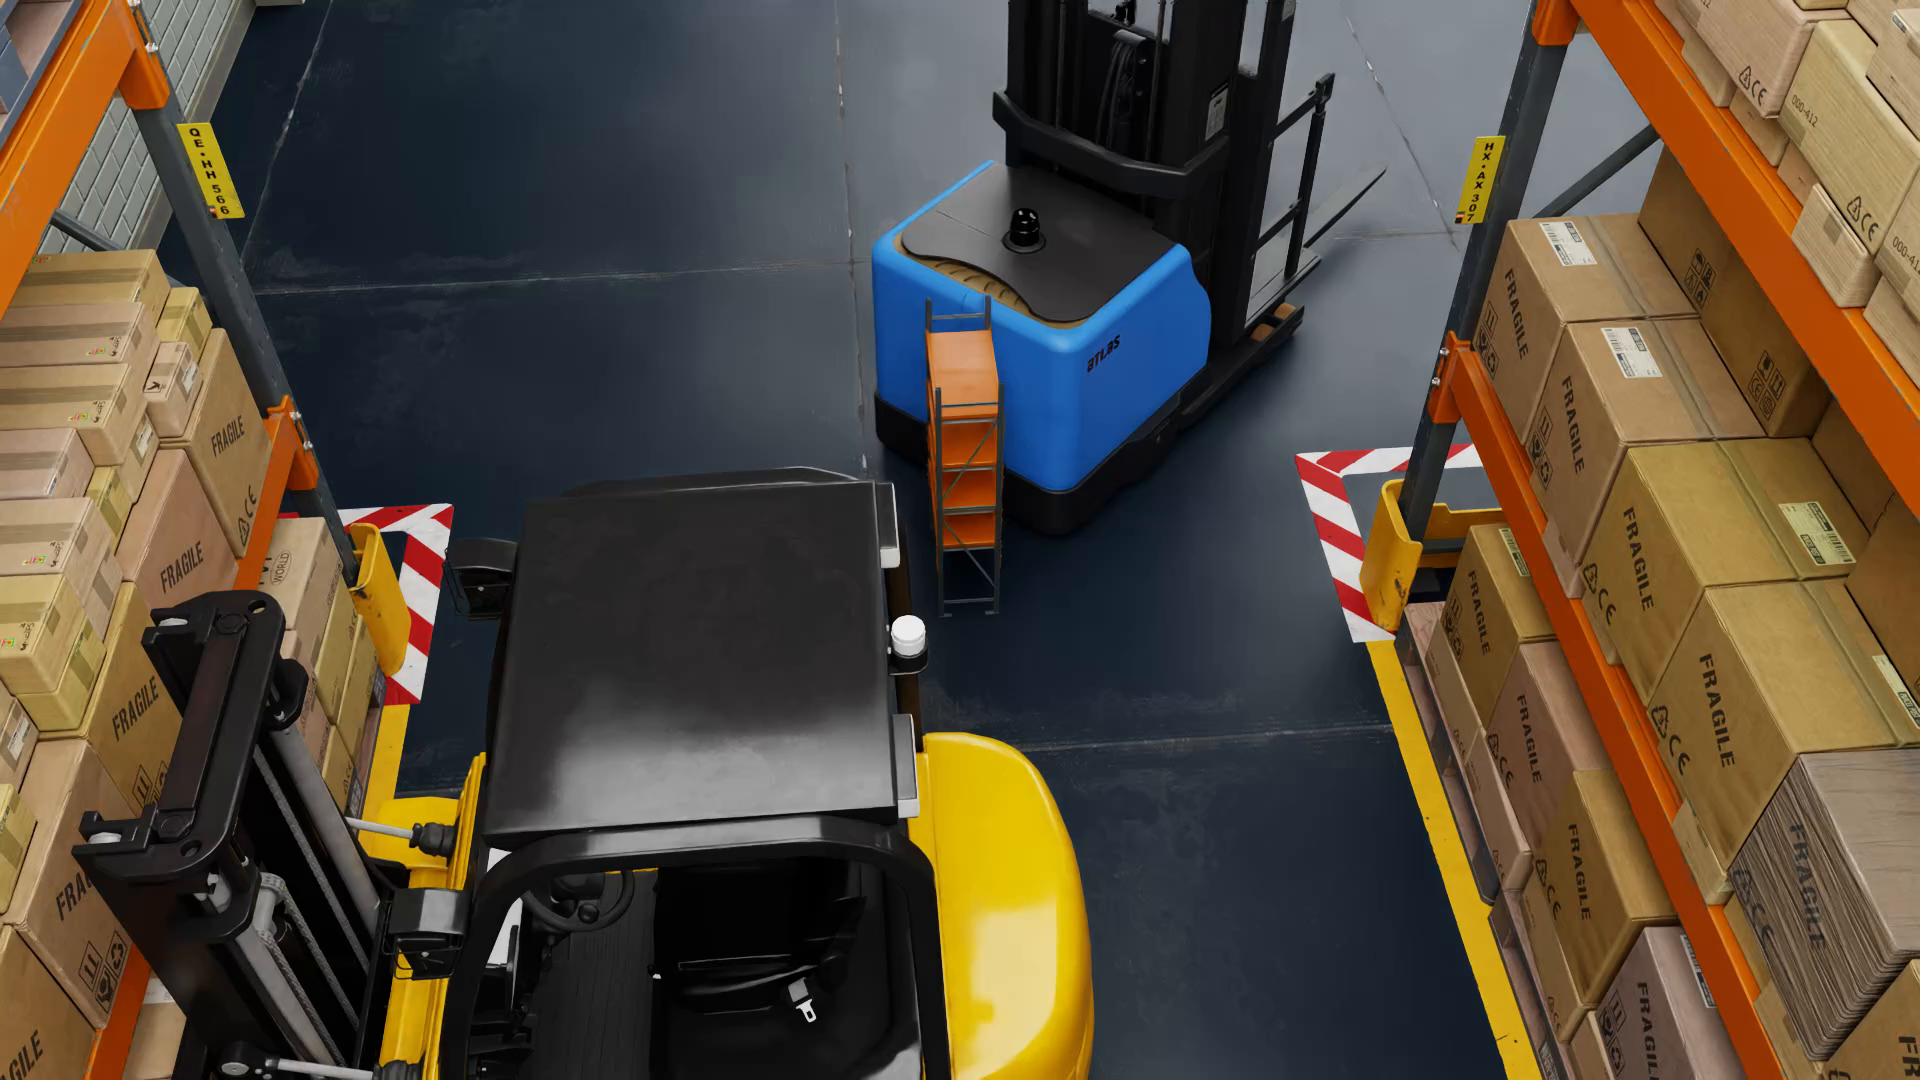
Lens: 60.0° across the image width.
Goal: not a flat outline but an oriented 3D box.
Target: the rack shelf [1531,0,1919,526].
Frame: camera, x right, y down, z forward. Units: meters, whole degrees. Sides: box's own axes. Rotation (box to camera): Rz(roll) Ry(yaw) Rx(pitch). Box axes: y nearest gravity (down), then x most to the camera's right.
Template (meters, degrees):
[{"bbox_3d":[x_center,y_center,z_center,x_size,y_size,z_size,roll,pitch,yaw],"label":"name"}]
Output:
[{"bbox_3d":[2.370,-0.220,3.458,1.077,0.370,4.000,-3,47,-3],"label":"rack shelf"}]

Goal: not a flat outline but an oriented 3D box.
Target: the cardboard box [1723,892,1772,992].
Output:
[{"bbox_3d":[2.127,0.962,4.082,0.380,0.149,0.250,-4,47,-4],"label":"cardboard box"}]

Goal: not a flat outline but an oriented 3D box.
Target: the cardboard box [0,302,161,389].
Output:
[{"bbox_3d":[-2.451,-0.515,4.588,0.380,0.149,0.250,-3,47,-3],"label":"cardboard box"}]

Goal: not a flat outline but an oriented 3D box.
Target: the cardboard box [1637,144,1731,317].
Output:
[{"bbox_3d":[2.463,-1.007,4.812,0.700,0.500,0.500,-5,47,-4],"label":"cardboard box"}]

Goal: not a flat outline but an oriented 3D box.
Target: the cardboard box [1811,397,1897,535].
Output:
[{"bbox_3d":[2.643,-0.277,4.121,0.700,0.500,0.500,-4,47,-4],"label":"cardboard box"}]

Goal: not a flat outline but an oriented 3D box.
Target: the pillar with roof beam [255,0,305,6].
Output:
[{"bbox_3d":[0.205,-6.685,7.020,9.100,9.000,0.400,-3,47,-3],"label":"pillar with roof beam"}]

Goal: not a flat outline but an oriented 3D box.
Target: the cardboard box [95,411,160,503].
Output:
[{"bbox_3d":[-2.423,-0.227,4.520,0.380,0.149,0.250,-3,47,-3],"label":"cardboard box"}]

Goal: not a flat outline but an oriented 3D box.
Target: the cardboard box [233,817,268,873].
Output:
[{"bbox_3d":[-2.293,0.927,4.859,0.500,0.250,0.500,-3,47,-3],"label":"cardboard box"}]

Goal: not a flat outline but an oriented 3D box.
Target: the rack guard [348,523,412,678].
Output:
[{"bbox_3d":[-2.745,0.264,6.292,1.175,0.500,0.348,-3,47,-3],"label":"rack guard"}]

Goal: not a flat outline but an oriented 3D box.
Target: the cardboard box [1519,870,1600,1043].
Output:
[{"bbox_3d":[2.088,1.283,5.210,0.500,0.250,0.500,-1,47,-1],"label":"cardboard box"}]

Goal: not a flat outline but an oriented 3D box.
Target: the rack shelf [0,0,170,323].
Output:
[{"bbox_3d":[-2.576,0.085,3.170,1.077,0.370,4.000,-3,47,-3],"label":"rack shelf"}]

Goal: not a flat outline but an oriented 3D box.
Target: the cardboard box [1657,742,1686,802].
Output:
[{"bbox_3d":[2.107,0.592,4.432,0.380,0.149,0.250,-5,47,-4],"label":"cardboard box"}]

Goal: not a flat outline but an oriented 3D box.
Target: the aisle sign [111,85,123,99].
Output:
[{"bbox_3d":[-2.456,-1.537,4.486,0.394,0.787,0.004,-3,47,-3],"label":"aisle sign"}]

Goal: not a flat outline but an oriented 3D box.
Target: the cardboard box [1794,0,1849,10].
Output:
[{"bbox_3d":[1.973,-1.280,3.591,0.380,0.149,0.250,-4,47,-3],"label":"cardboard box"}]

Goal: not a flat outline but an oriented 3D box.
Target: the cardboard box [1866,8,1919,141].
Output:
[{"bbox_3d":[2.029,-0.913,3.243,0.380,0.149,0.250,-2,47,-2],"label":"cardboard box"}]

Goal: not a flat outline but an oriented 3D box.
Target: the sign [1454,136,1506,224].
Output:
[{"bbox_3d":[1.662,-1.147,5.311,0.100,0.325,0.005,-3,47,-3],"label":"sign"}]

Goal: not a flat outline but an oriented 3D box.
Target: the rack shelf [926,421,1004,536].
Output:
[{"bbox_3d":[0.014,-0.247,6.386,0.258,0.148,0.480,-3,47,-3],"label":"rack shelf"}]

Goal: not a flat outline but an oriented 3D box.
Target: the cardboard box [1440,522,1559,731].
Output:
[{"bbox_3d":[1.997,0.278,5.645,0.500,0.500,0.500,-5,47,-5],"label":"cardboard box"}]

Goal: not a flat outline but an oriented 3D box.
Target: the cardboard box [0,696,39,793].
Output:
[{"bbox_3d":[-2.372,0.511,3.821,0.380,0.149,0.250,-4,47,-4],"label":"cardboard box"}]

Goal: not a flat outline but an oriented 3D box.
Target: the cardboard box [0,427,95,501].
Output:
[{"bbox_3d":[-2.456,-0.143,4.235,0.380,0.149,0.250,-3,47,-3],"label":"cardboard box"}]

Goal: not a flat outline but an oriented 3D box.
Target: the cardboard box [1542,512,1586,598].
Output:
[{"bbox_3d":[1.977,0.027,4.968,0.380,0.149,0.250,-3,47,-3],"label":"cardboard box"}]

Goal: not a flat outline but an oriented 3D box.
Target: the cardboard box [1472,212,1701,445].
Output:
[{"bbox_3d":[1.966,-0.660,5.172,0.500,0.500,0.500,-4,47,-4],"label":"cardboard box"}]

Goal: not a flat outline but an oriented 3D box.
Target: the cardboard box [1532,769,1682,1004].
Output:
[{"bbox_3d":[2.079,1.020,4.943,0.500,0.500,0.500,-3,47,-3],"label":"cardboard box"}]

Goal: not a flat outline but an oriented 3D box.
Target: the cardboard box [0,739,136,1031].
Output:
[{"bbox_3d":[-2.310,0.837,3.959,0.500,0.500,0.500,-3,47,-3],"label":"cardboard box"}]

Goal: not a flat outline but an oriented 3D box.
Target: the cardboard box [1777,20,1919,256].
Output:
[{"bbox_3d":[2.080,-0.847,3.456,0.500,0.250,0.500,-2,47,-2],"label":"cardboard box"}]

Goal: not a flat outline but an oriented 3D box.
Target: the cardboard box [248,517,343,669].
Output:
[{"bbox_3d":[-2.394,0.193,5.553,0.500,0.250,0.500,-2,47,-2],"label":"cardboard box"}]

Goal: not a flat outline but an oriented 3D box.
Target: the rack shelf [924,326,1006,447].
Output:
[{"bbox_3d":[0.014,-0.563,6.052,0.258,0.148,0.480,-3,47,-3],"label":"rack shelf"}]

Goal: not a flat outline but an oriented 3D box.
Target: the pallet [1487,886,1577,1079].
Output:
[{"bbox_3d":[2.341,1.602,5.224,1.003,0.211,1.213,-3,47,-3],"label":"pallet"}]

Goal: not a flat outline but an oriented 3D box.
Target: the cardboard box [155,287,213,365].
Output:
[{"bbox_3d":[-2.435,-0.602,4.875,0.380,0.149,0.250,-3,47,-3],"label":"cardboard box"}]

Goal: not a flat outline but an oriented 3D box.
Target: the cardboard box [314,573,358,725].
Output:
[{"bbox_3d":[-2.391,0.384,5.717,0.500,0.250,0.500,-4,47,-4],"label":"cardboard box"}]

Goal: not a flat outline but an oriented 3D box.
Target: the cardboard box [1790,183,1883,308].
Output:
[{"bbox_3d":[2.019,-0.633,3.527,0.380,0.149,0.250,-3,47,-3],"label":"cardboard box"}]

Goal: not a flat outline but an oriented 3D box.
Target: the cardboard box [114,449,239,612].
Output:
[{"bbox_3d":[-2.406,0.103,4.654,0.500,0.500,0.500,-2,47,-2],"label":"cardboard box"}]

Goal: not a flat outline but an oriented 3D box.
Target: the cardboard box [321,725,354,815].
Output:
[{"bbox_3d":[-2.357,0.904,5.569,0.500,0.250,0.500,-3,47,-3],"label":"cardboard box"}]

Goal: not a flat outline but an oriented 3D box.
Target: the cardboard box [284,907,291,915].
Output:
[{"bbox_3d":[-2.295,1.120,5.020,0.500,0.250,0.500,-4,47,-4],"label":"cardboard box"}]

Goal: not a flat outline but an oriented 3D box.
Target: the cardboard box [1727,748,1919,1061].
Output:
[{"bbox_3d":[2.155,0.821,3.769,0.500,0.500,0.500,-2,47,-2],"label":"cardboard box"}]

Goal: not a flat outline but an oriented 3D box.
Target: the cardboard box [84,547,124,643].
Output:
[{"bbox_3d":[-2.344,0.143,4.169,0.380,0.149,0.250,-5,47,-5],"label":"cardboard box"}]

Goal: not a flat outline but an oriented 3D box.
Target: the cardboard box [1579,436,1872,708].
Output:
[{"bbox_3d":[2.057,0.083,4.468,0.500,0.500,0.500,-4,47,-4],"label":"cardboard box"}]

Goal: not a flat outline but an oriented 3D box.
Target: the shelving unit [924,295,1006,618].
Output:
[{"bbox_3d":[0.014,-0.293,6.337,0.258,1.200,0.503,-3,47,-3],"label":"shelving unit"}]

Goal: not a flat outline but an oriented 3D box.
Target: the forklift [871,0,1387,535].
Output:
[{"bbox_3d":[0.947,-2.042,6.802,1.130,2.935,3.031,30,54,25],"label":"forklift"}]

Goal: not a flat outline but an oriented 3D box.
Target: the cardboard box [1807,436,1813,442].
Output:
[{"bbox_3d":[2.560,-0.281,4.813,0.500,0.500,0.500,-3,47,-3],"label":"cardboard box"}]

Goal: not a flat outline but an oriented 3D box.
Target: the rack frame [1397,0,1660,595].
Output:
[{"bbox_3d":[2.203,-0.883,5.656,1.000,3.000,0.127,-3,47,-3],"label":"rack frame"}]

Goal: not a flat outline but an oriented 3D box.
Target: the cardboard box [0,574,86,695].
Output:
[{"bbox_3d":[-2.296,0.226,3.886,0.380,0.149,0.250,-3,47,-3],"label":"cardboard box"}]

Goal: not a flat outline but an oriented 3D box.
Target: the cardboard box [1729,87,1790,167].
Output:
[{"bbox_3d":[2.051,-1.012,3.886,0.380,0.149,0.250,-4,47,-4],"label":"cardboard box"}]

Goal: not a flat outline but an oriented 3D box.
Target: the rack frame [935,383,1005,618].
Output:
[{"bbox_3d":[0.034,-0.116,6.170,0.240,1.200,0.015,-3,47,-3],"label":"rack frame"}]

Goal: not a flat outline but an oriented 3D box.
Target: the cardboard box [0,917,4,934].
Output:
[{"bbox_3d":[-2.251,0.884,3.468,0.380,0.149,0.250,-5,47,-5],"label":"cardboard box"}]

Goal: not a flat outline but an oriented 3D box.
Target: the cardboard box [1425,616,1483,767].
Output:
[{"bbox_3d":[1.995,0.519,5.934,0.500,0.250,0.500,-4,47,-4],"label":"cardboard box"}]

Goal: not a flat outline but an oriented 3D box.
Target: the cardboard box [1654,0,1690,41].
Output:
[{"bbox_3d":[2.018,-1.383,4.238,0.380,0.149,0.250,-5,47,-5],"label":"cardboard box"}]
